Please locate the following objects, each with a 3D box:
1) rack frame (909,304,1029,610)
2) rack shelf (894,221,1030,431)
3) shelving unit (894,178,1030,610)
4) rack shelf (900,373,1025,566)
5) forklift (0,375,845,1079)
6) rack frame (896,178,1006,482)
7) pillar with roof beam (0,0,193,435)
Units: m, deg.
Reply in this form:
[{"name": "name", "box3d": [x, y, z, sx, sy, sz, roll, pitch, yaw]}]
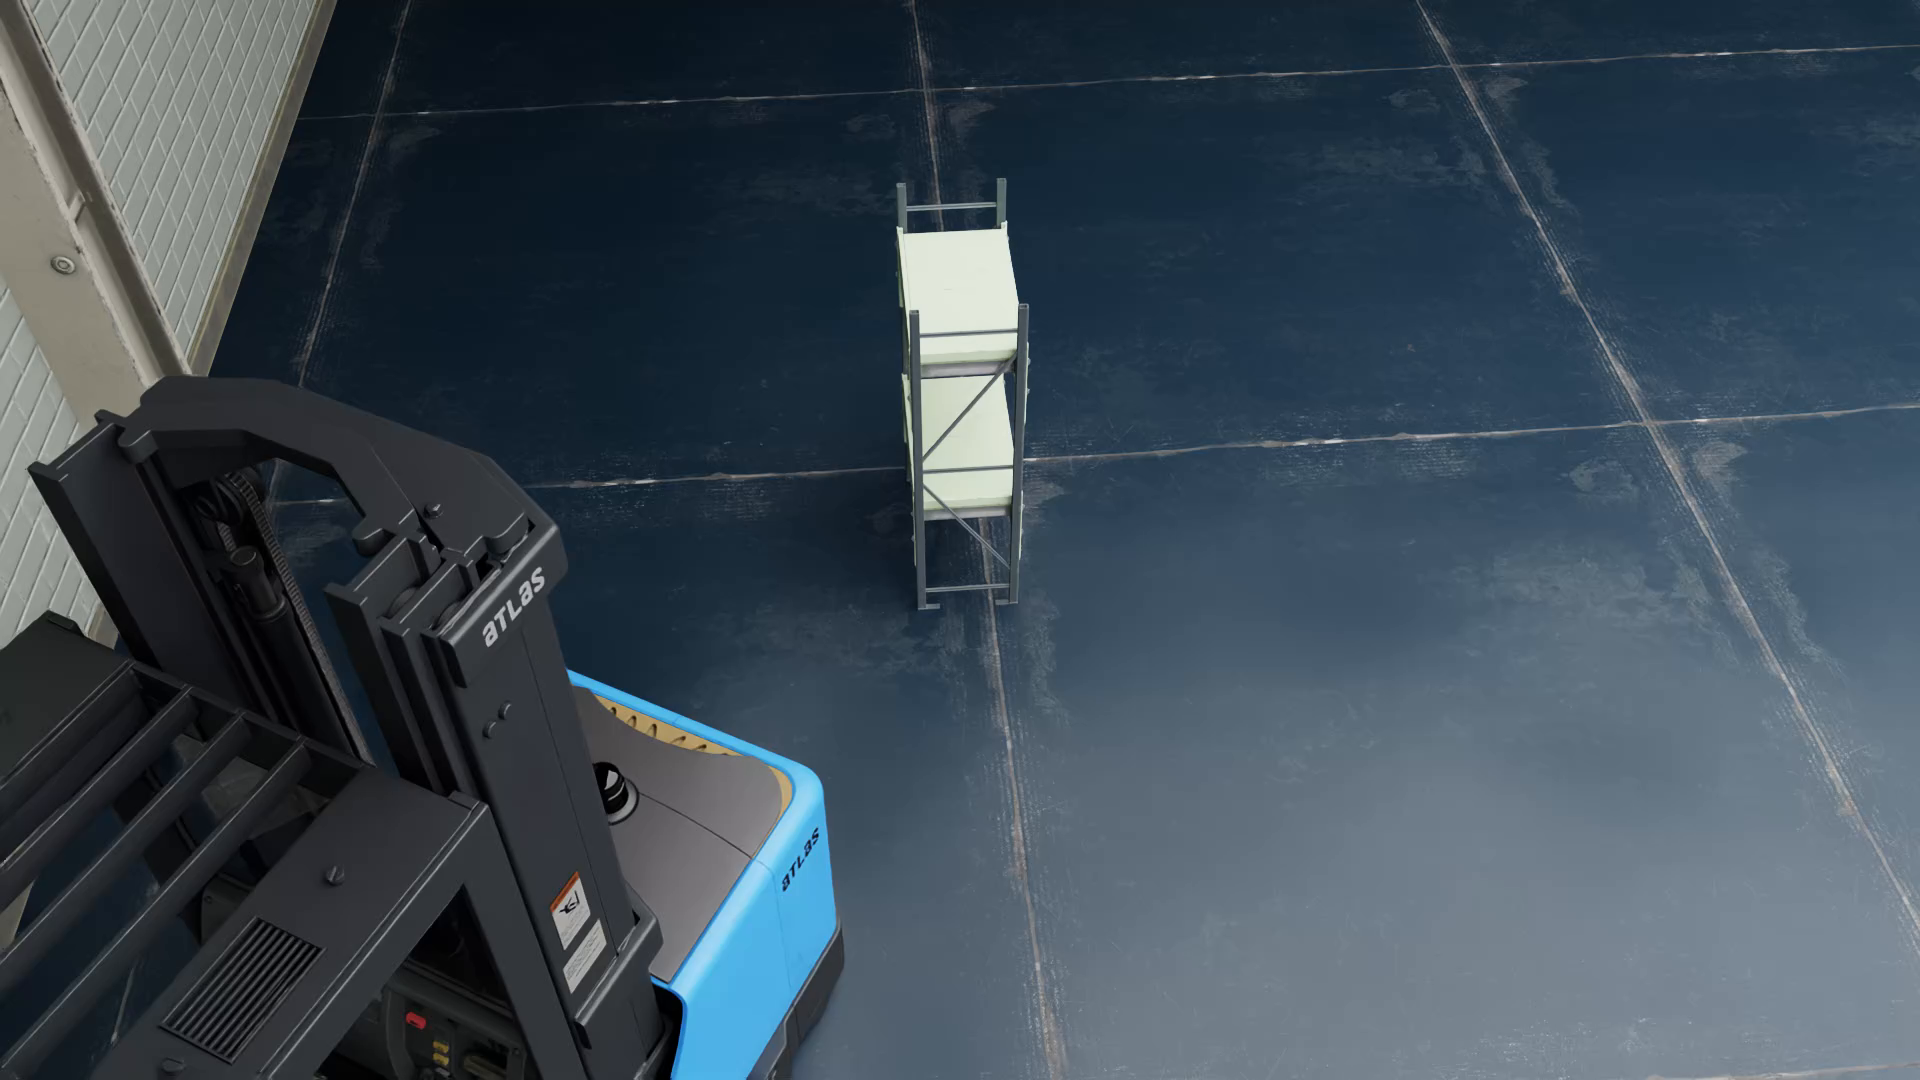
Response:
[{"name": "rack frame", "box3d": [0.030, -0.256, 6.096, 0.400, 1.500, 0.023, -3, 47, -3]}, {"name": "rack shelf", "box3d": [-0.001, -0.789, 6.063, 0.431, 0.370, 0.720, -3, 47, -3]}, {"name": "shelving unit", "box3d": [-0.001, -0.521, 6.347, 0.431, 1.500, 0.755, -3, 47, -3]}, {"name": "rack shelf", "box3d": [-0.001, -0.296, 6.583, 0.431, 0.370, 0.720, -3, 47, -3]}, {"name": "forklift", "box3d": [-1.472, 1.215, 3.717, 1.130, 2.935, 3.031, 19, 50, 17]}, {"name": "rack frame", "box3d": [-0.031, -0.785, 6.597, 0.400, 1.500, 0.023, -3, 47, -3]}, {"name": "pillar with roof beam", "box3d": [1.043, -3.488, 3.992, 9.100, 9.000, 0.400, -3, 47, -3]}]
